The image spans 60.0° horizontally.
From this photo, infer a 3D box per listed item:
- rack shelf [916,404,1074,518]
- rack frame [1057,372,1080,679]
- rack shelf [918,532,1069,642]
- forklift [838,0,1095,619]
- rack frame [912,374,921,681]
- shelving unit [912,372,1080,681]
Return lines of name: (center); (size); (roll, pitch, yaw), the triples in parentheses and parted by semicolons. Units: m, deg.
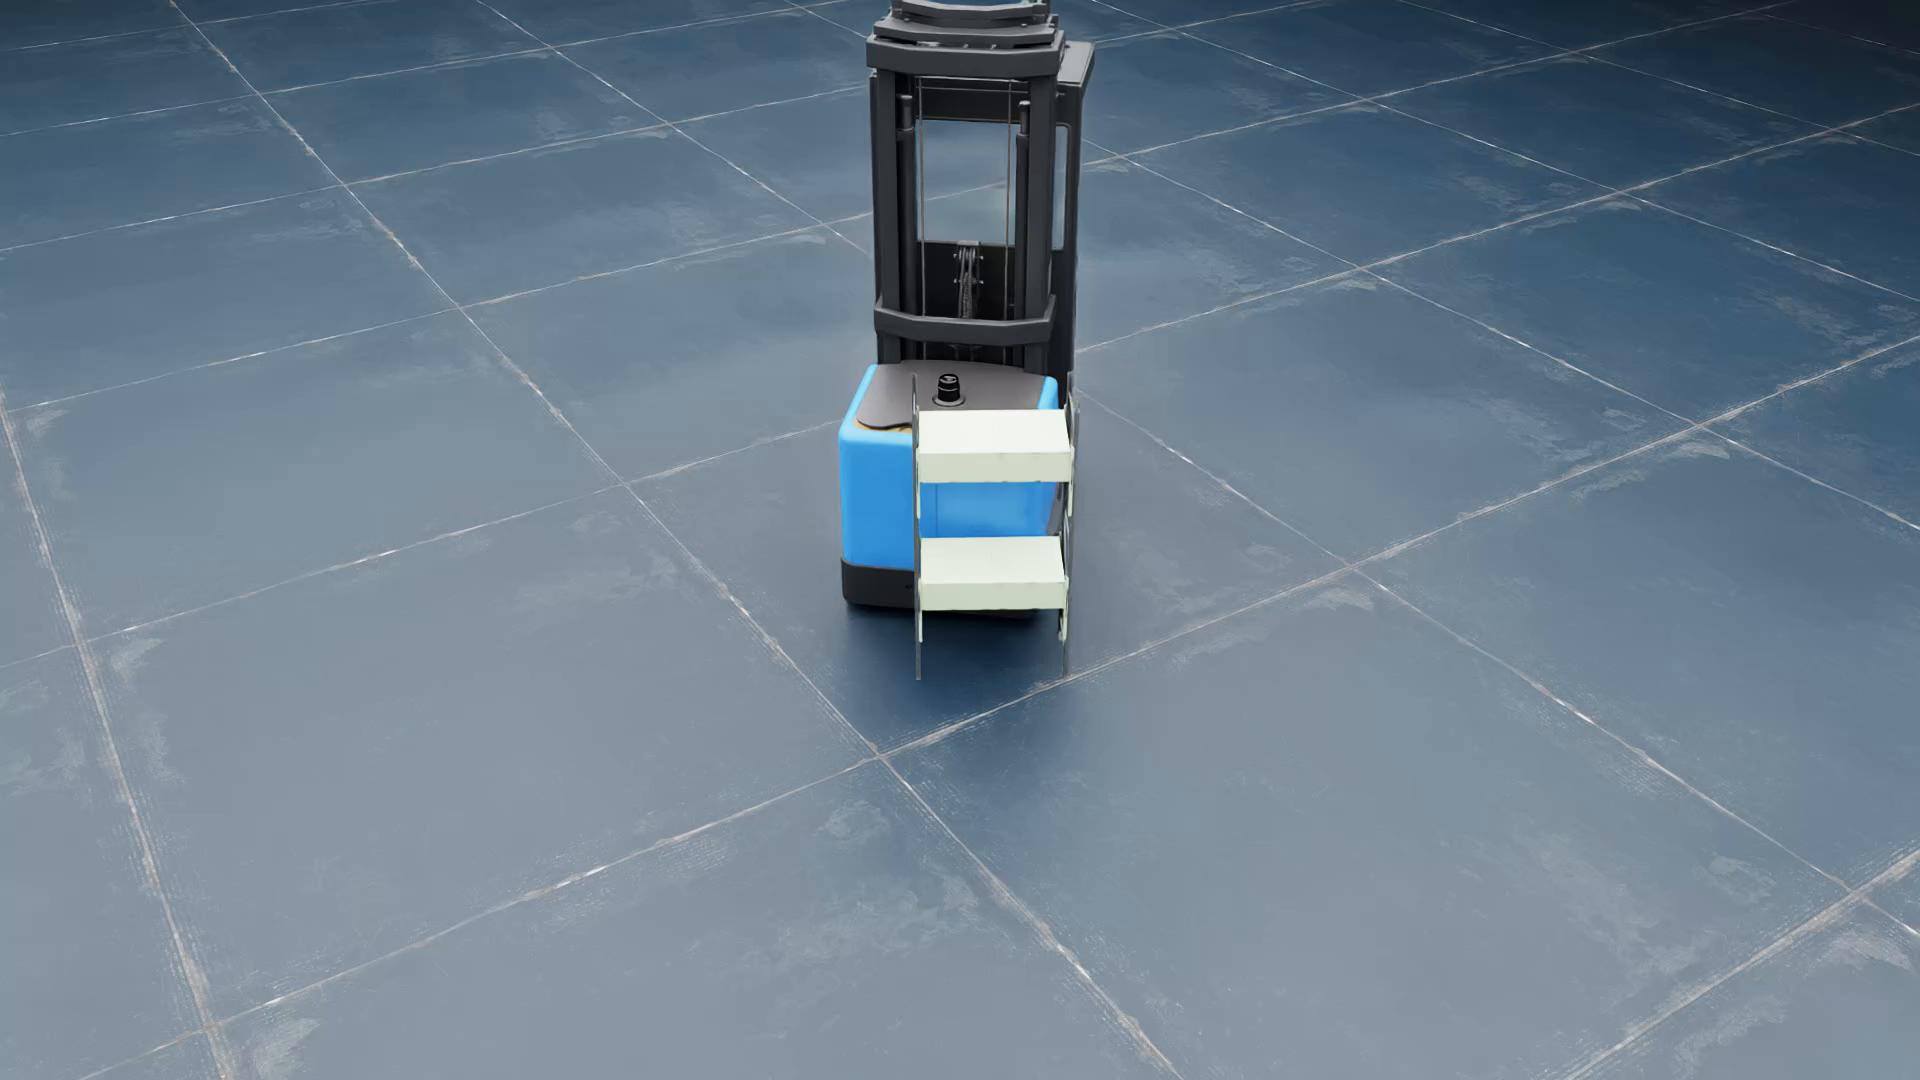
rack shelf: (0.155, -0.373, 7.822); (0.720, 0.370, 0.431); (-1, 33, -1)
rack frame: (0.521, -0.050, 8.040); (0.023, 1.500, 0.400); (-1, 33, -1)
rack shelf: (0.155, 0.229, 8.209); (0.720, 0.370, 0.431); (-1, 33, -1)
forklift: (0.121, -1.606, 9.170); (1.130, 2.935, 3.031); (5, 33, 8)
rack frame: (-0.211, -0.040, 8.026); (0.023, 1.500, 0.400); (-1, 33, -1)
shelving unit: (0.155, -0.045, 8.033); (0.755, 1.500, 0.431); (-1, 33, -1)
